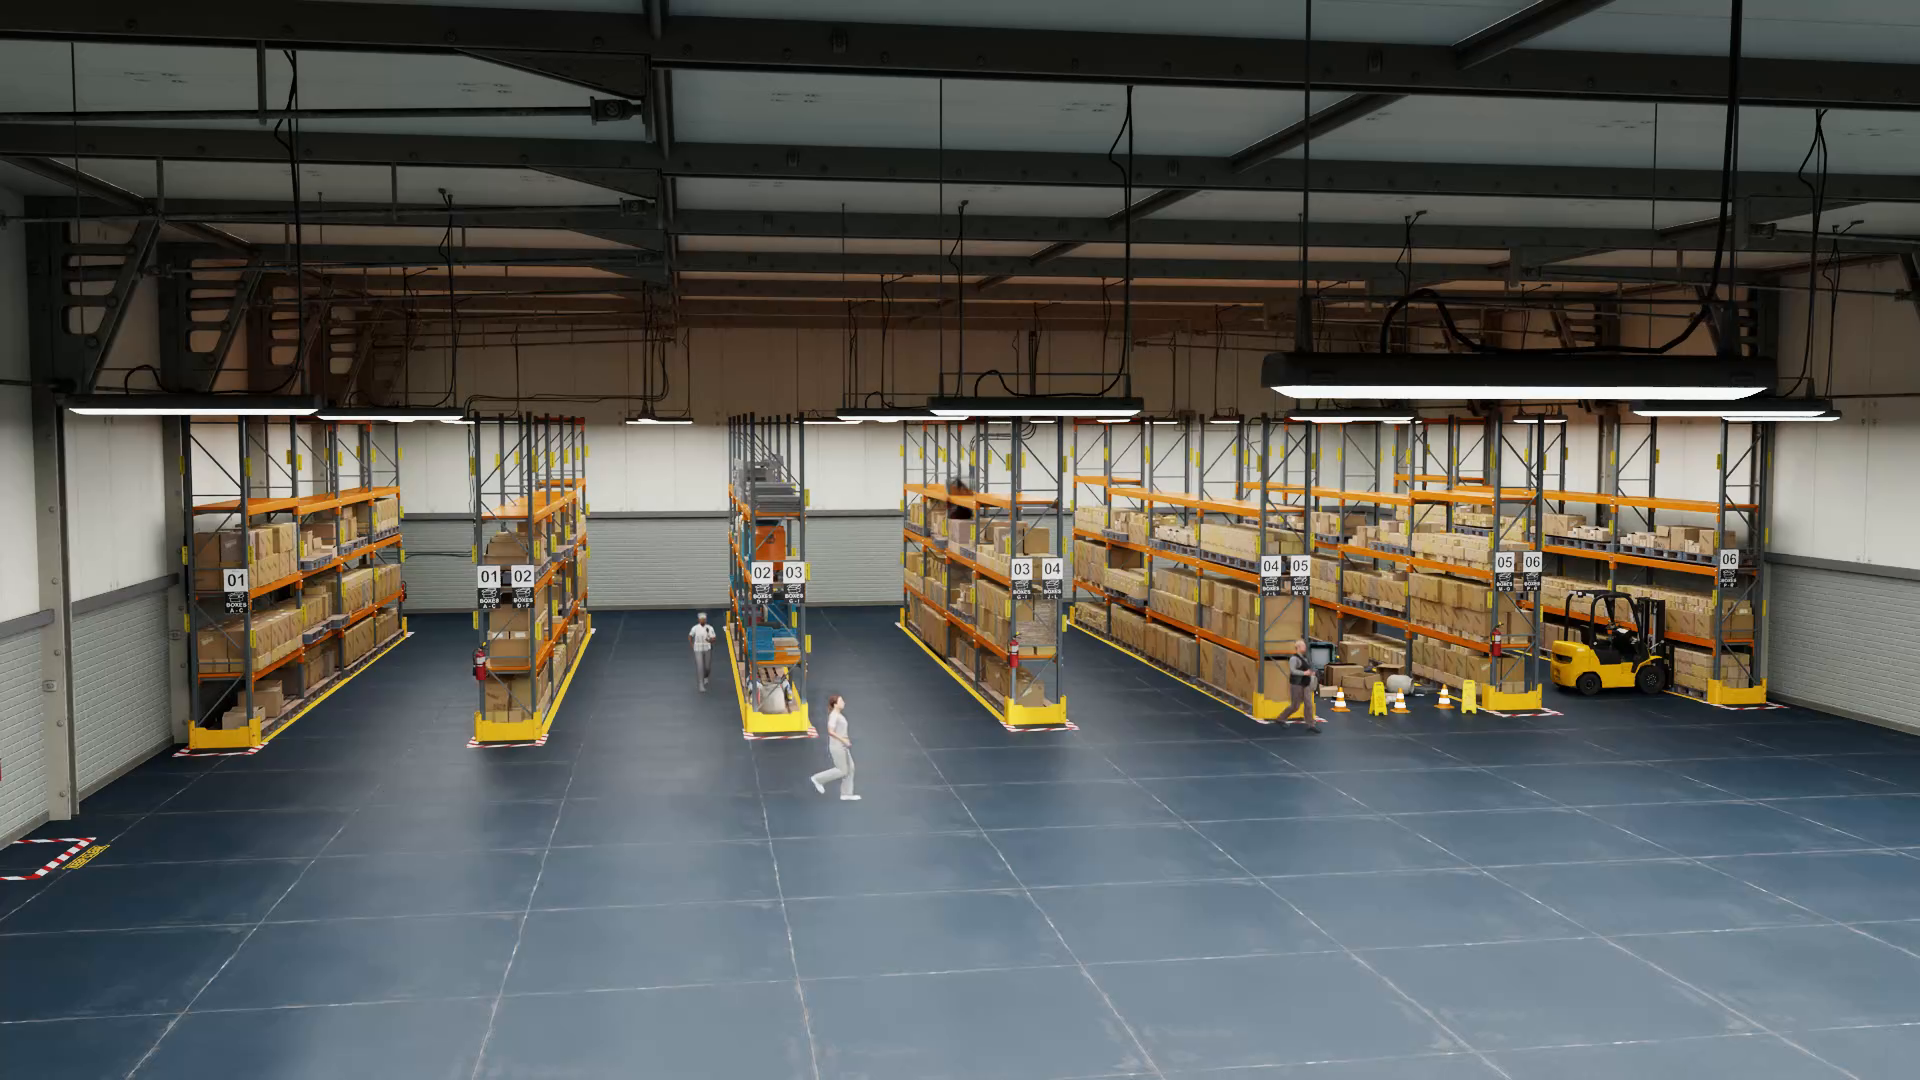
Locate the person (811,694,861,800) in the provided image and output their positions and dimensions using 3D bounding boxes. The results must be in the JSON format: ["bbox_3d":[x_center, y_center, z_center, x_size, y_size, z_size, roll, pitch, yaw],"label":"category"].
[{"bbox_3d":[-1.897,3.175,25.436,0.762,1.621,0.581,0,4,2],"label":"person"}]

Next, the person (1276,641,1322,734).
[{"bbox_3d":[6.338,2.730,31.027,0.881,1.716,0.670,3,5,38],"label":"person"}]

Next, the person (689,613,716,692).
[{"bbox_3d":[-5.602,2.406,36.182,0.556,1.675,0.924,-1,4,-13],"label":"person"}]

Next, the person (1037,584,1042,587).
[{"bbox_3d":[2.368,1.763,46.005,0.731,1.735,1.038,-1,4,-15],"label":"person"}]
